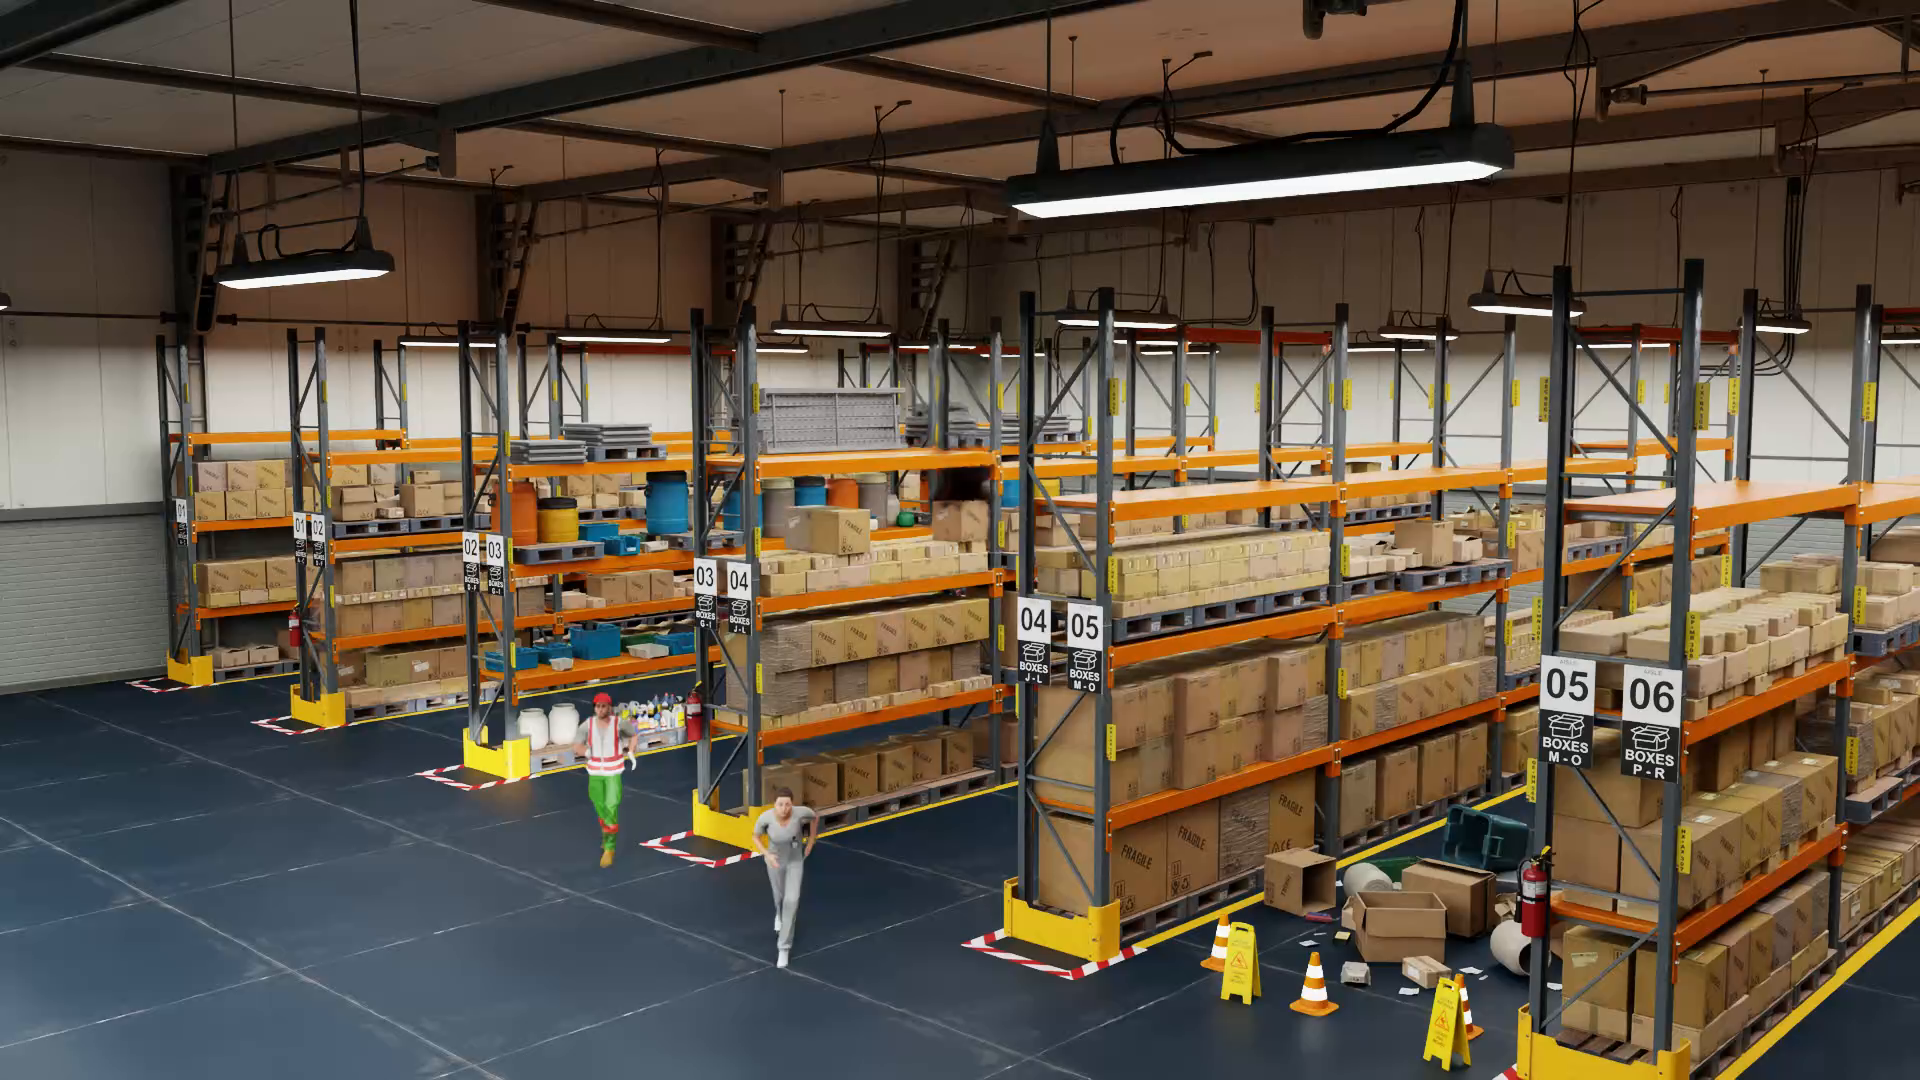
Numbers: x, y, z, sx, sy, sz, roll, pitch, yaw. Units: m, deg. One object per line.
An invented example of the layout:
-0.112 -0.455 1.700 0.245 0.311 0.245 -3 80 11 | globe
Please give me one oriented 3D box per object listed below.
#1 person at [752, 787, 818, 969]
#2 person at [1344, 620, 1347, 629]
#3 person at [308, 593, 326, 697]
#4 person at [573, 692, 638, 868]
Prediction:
-1.596 2.970 15.159 0.601 1.622 1.004 -1 5 -10 | person
5.873 1.969 25.539 0.760 1.697 0.556 -5 7 -41 | person
-10.589 1.732 27.457 0.702 1.732 0.613 2 6 18 | person
-3.863 2.557 18.090 0.661 1.830 0.821 0 5 2 | person
